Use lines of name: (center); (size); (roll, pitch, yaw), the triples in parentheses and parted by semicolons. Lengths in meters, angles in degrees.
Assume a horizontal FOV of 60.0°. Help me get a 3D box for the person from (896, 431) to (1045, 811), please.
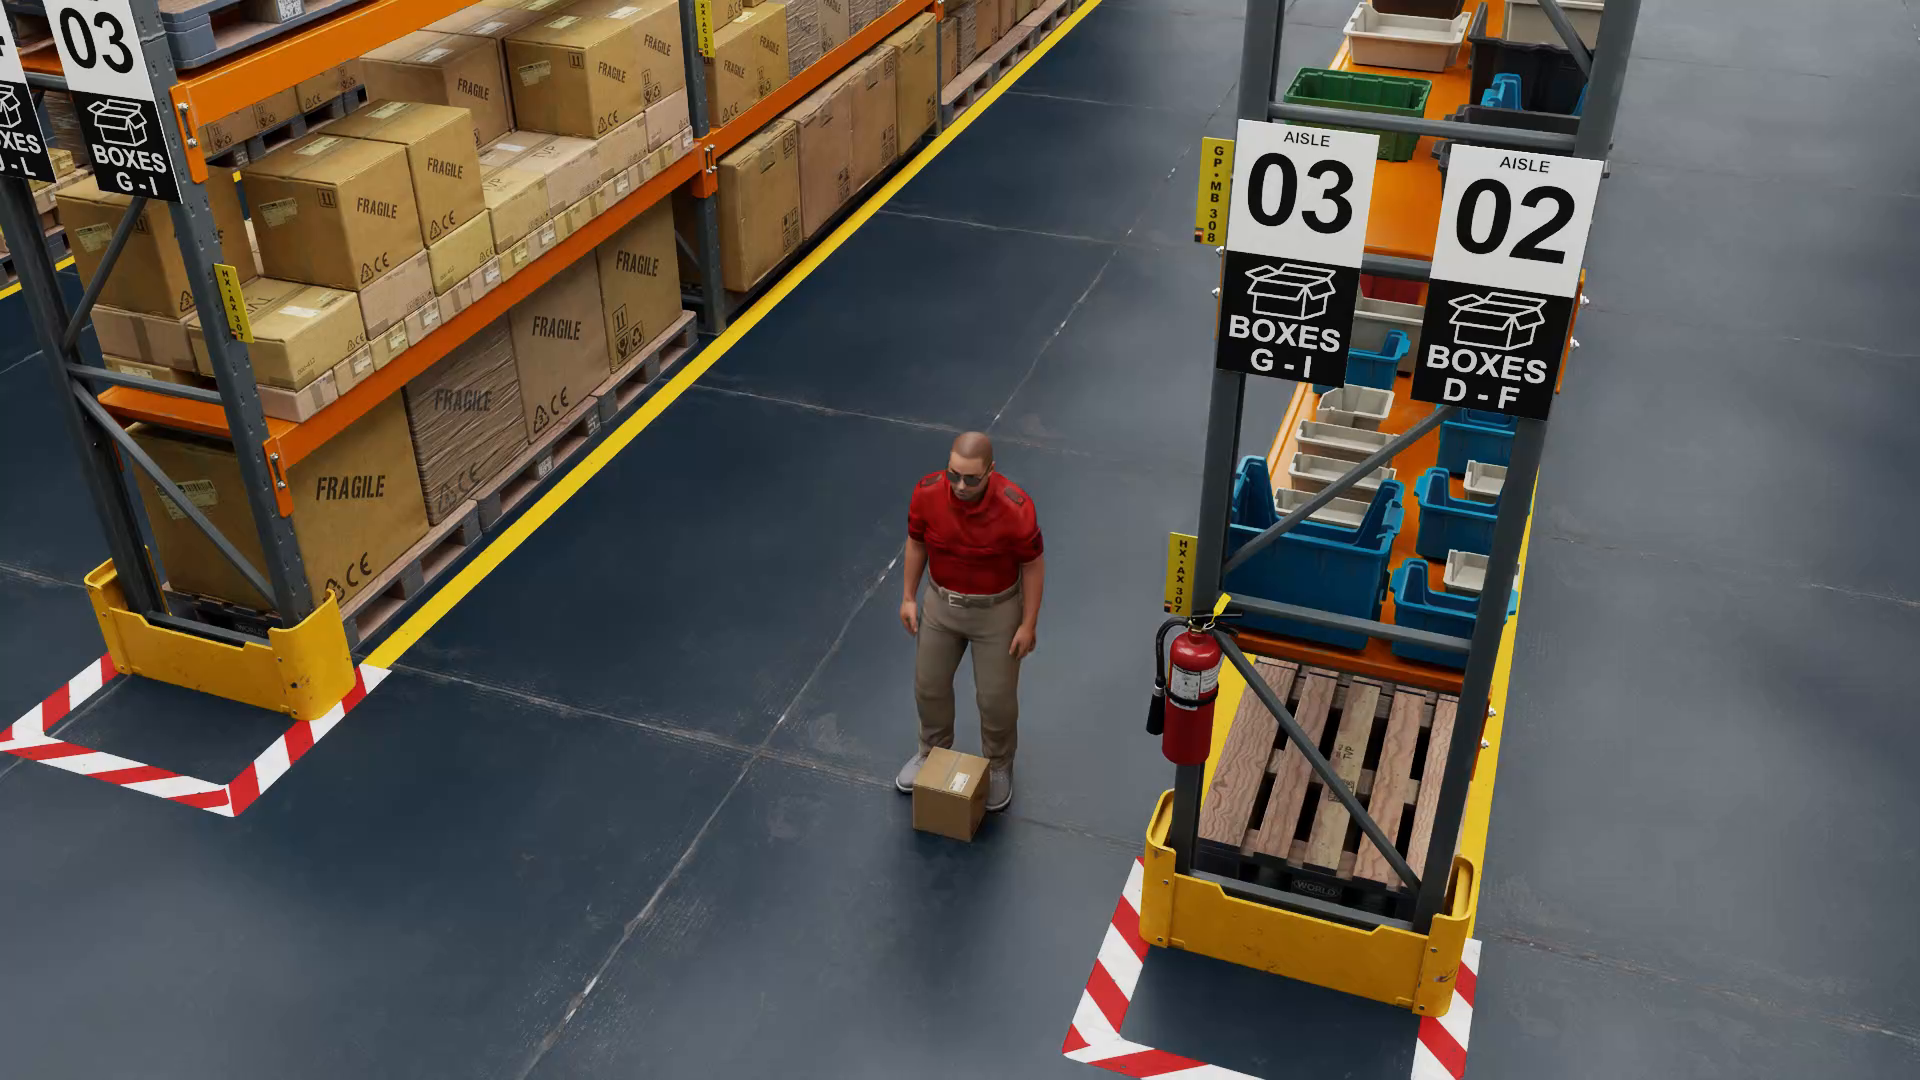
person: (0.039, 0.300, 6.692); (0.585, 1.726, 0.396); (11, 35, 16)
